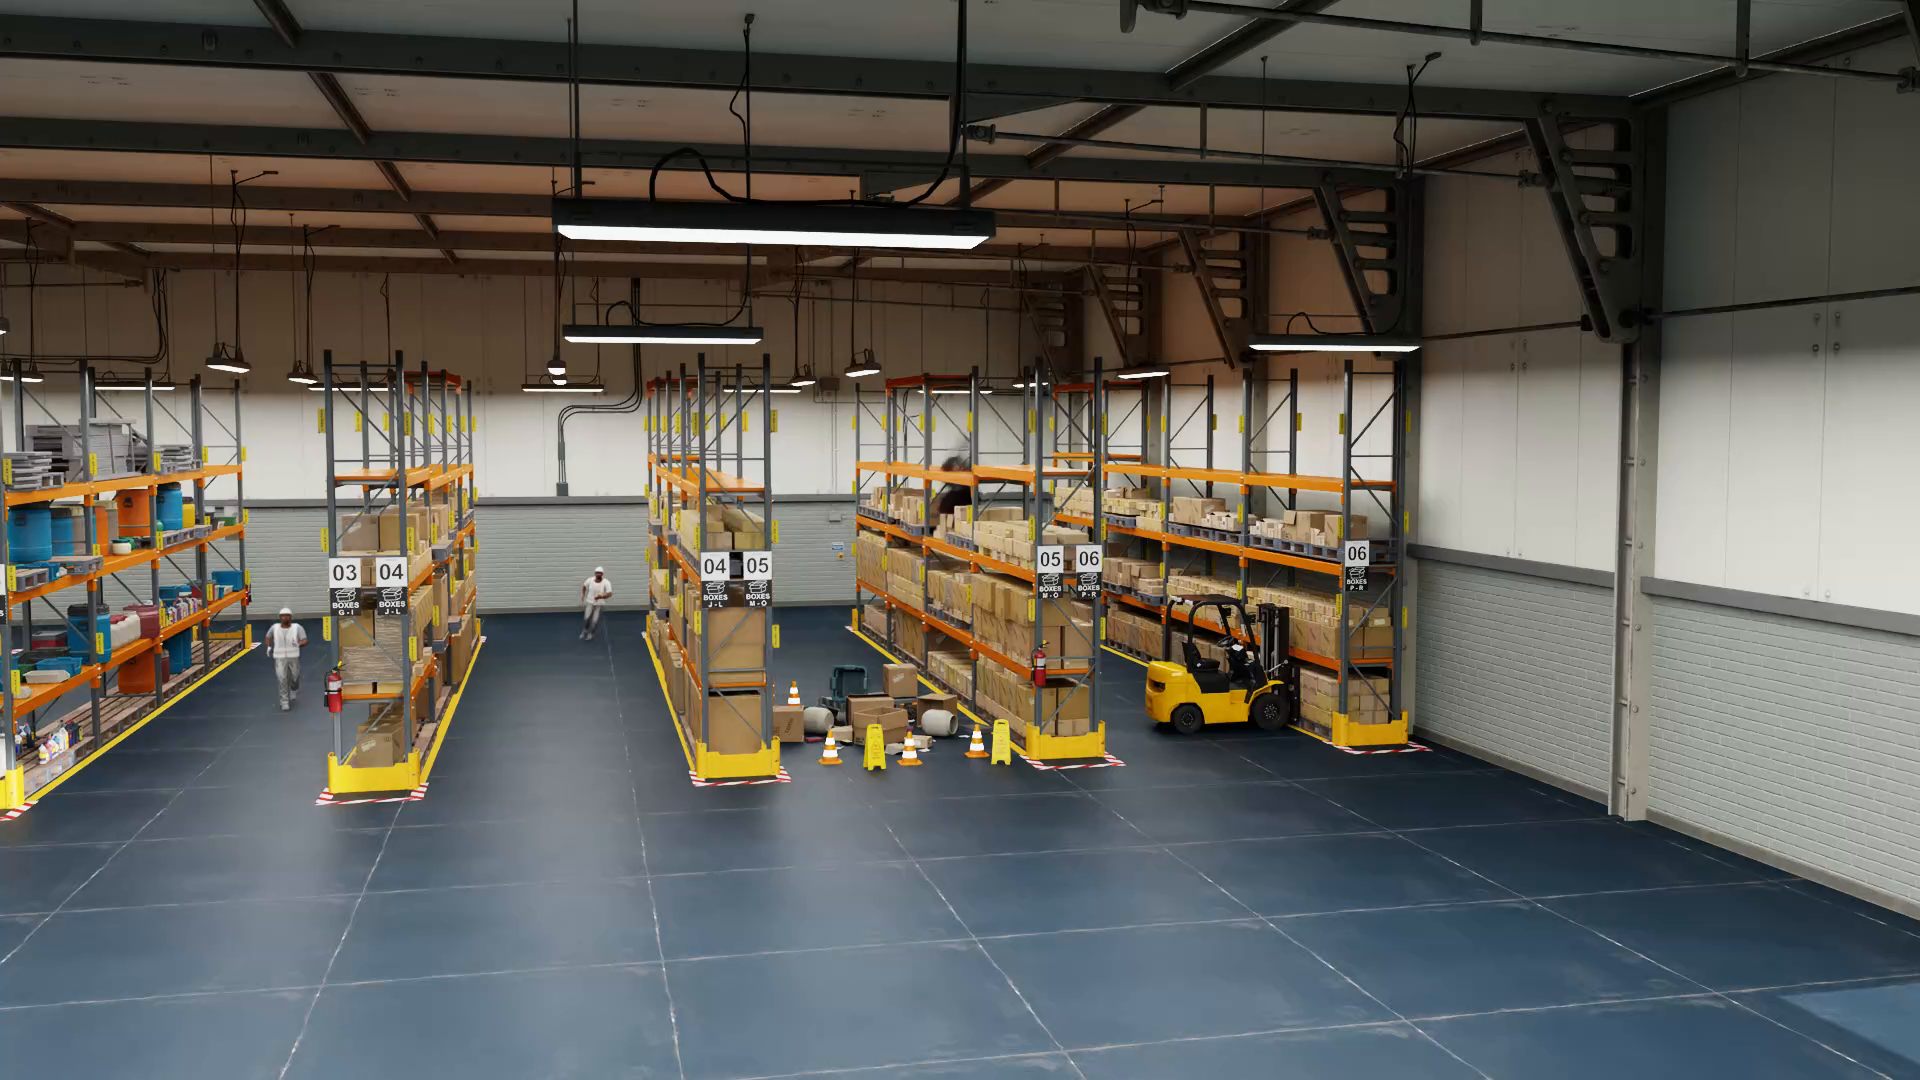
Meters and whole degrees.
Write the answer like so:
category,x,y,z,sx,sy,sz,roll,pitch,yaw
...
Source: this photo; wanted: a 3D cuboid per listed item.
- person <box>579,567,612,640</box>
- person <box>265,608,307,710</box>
category,x,y,z,sx,sy,sz,roll,pitch,yaw
person,-8.423,1.469,38.394,0.762,1.710,0.611,0,4,-5
person,-11.860,2.077,29.284,0.696,1.763,0.941,-2,4,-21
